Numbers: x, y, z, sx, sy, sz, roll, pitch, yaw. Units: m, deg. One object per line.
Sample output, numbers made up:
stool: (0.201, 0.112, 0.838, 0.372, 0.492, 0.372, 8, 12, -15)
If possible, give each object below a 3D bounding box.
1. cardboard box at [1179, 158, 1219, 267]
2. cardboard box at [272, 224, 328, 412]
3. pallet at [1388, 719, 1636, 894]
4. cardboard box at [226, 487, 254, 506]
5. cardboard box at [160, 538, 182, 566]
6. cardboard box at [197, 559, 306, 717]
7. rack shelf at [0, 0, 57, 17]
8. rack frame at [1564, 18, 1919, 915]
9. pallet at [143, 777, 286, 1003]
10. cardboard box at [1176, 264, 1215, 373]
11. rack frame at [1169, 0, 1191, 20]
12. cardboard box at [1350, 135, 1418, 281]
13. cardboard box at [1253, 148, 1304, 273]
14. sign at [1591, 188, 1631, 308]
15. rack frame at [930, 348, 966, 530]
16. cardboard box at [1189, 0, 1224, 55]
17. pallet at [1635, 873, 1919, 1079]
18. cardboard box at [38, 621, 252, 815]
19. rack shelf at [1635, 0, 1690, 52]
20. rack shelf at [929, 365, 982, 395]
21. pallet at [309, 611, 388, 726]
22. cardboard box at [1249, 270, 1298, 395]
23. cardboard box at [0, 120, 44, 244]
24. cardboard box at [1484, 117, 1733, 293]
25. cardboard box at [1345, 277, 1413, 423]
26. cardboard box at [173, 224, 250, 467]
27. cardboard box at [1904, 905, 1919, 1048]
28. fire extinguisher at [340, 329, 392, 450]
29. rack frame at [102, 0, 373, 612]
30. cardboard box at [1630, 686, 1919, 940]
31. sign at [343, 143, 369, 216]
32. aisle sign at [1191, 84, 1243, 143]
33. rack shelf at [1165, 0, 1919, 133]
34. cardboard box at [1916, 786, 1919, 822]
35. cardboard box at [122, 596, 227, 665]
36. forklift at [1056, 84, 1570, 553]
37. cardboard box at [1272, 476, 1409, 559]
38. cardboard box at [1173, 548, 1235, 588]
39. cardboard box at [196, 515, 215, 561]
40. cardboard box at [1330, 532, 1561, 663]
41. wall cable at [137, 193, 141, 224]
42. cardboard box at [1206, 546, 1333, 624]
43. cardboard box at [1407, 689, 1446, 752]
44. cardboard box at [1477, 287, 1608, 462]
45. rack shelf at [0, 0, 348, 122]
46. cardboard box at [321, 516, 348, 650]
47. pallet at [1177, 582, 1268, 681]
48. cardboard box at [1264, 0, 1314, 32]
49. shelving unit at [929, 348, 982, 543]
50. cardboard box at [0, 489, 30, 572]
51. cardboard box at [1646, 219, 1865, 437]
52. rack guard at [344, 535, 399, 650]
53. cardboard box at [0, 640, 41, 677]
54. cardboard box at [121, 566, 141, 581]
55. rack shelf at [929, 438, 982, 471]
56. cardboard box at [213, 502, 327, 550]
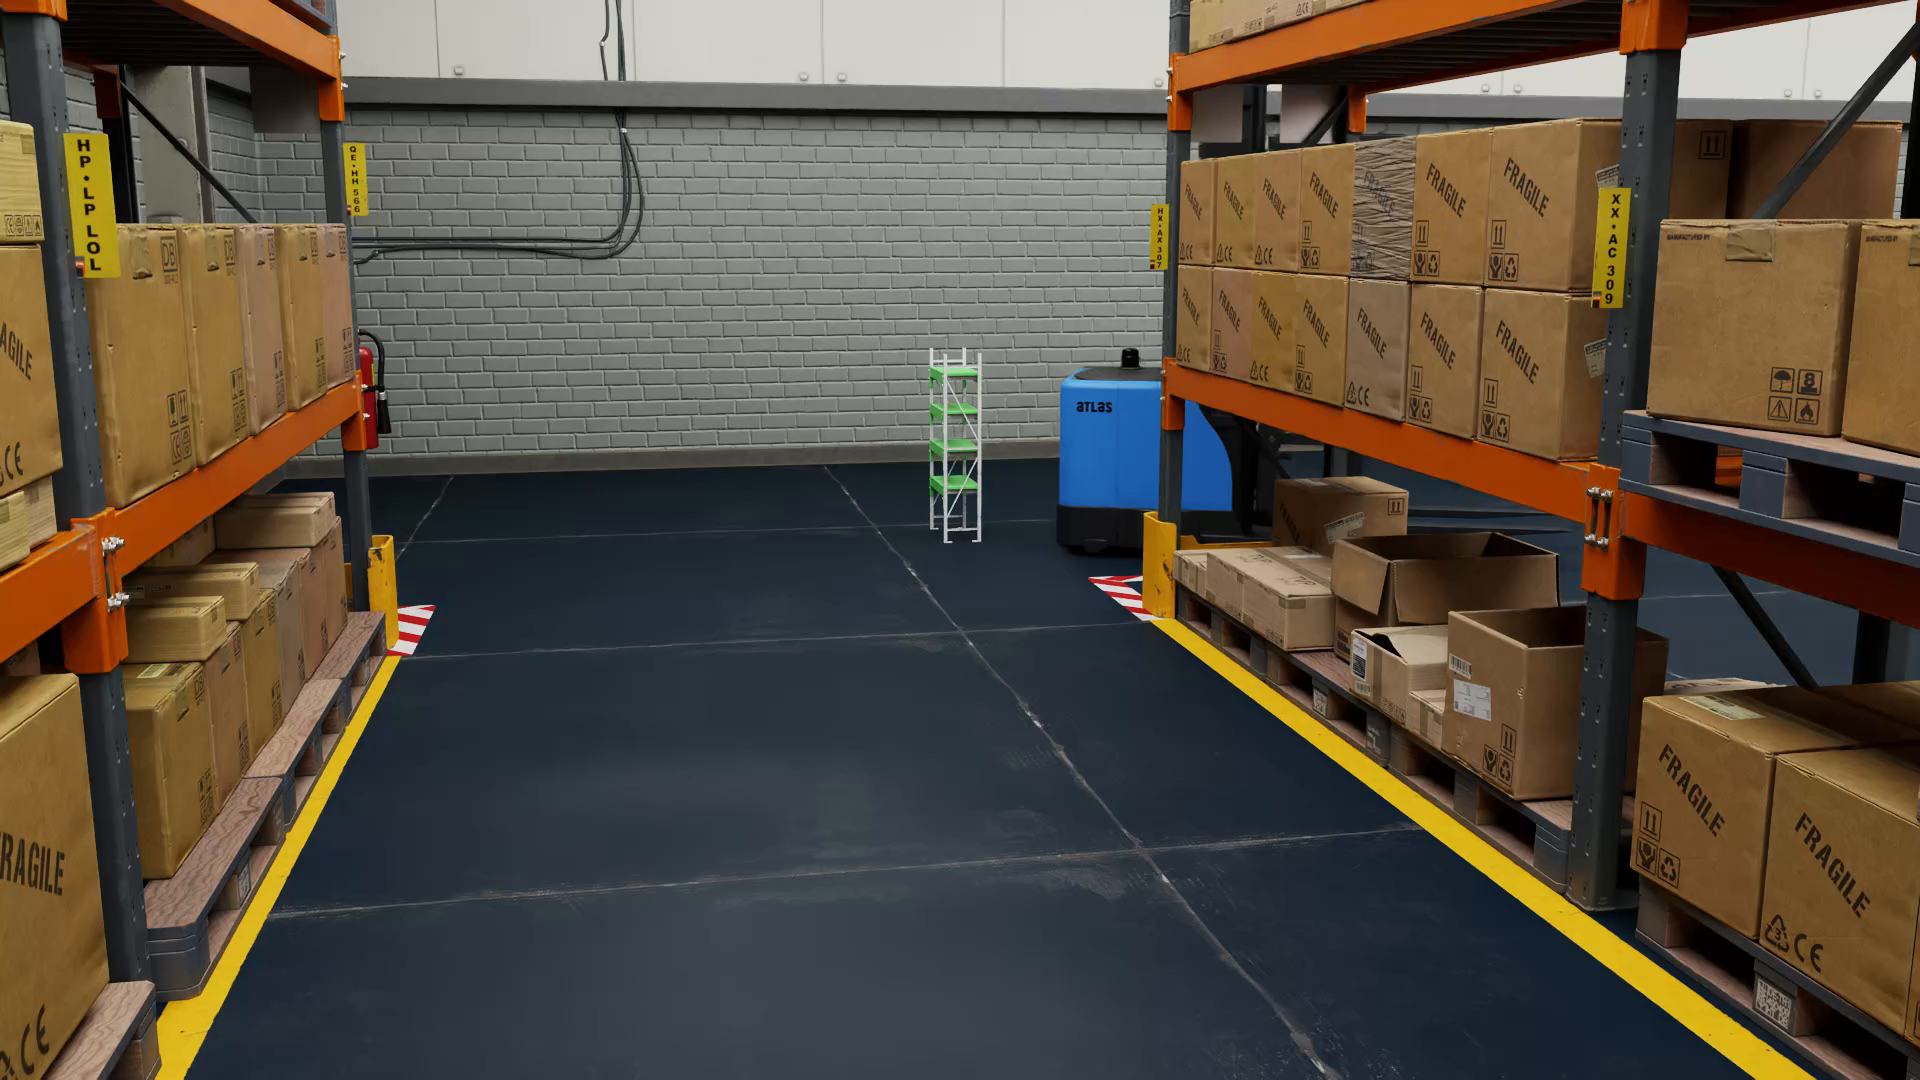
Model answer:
cardboard box: (1.375, -1.582, 8.042, 0.500, 0.500, 0.500, -2, 11, -9)
cardboard box: (-3.049, -0.872, 6.456, 0.980, 0.700, 0.700, -2, 11, -11)
pallet: (2.193, 0.845, 5.691, 1.003, 0.211, 1.213, -2, 11, -11)
cardboard box: (-3.297, -0.139, 7.233, 0.380, 0.149, 0.250, -2, 11, -11)
cardboard box: (-3.049, 0.093, 6.012, 0.380, 0.149, 0.250, -2, 11, -10)
cardboard box: (-2.881, 0.379, 6.245, 0.700, 0.500, 0.500, -2, 11, -13)
rack shelf: (-2.144, -0.971, 1.678, 1.077, 0.370, 4.000, -2, 11, -11)
rack frame: (2.325, -0.399, 4.768, 1.000, 3.000, 0.127, -2, 11, -11)
pallet: (-2.604, 1.010, 4.826, 1.003, 0.211, 1.213, -2, 11, -11)
cardboard box: (1.375, -1.090, 8.135, 0.500, 0.500, 0.500, -2, 11, -10)
rack frame: (1.547, -4.079, 8.062, 1.000, 3.000, 0.127, -2, 11, -11)
cardboard box: (1.773, -1.208, 6.082, 0.500, 0.500, 0.500, -2, 11, -11)
cardboard box: (1.577, -1.394, 7.056, 0.500, 0.500, 0.500, -2, 11, -10)
sign: (1.795, -0.803, 4.576, 0.100, 0.325, 0.005, -2, 11, -11)
rack frame: (-0.080, -0.665, 10.979, 0.240, 1.200, 0.015, -2, 11, -11)
cardboard box: (1.398, -2.429, 7.812, 0.500, 0.250, 0.500, -2, 11, -11)
pallet: (2.521, 1.119, 4.252, 1.003, 0.211, 1.213, -2, 11, -11)
cardboard box: (-2.672, 0.571, 5.237, 0.700, 0.500, 0.500, -2, 11, -12)
rack shelf: (2.714, -1.152, 2.628, 1.077, 0.370, 4.000, -2, 11, -11)
rack shelf: (-0.032, -1.029, 10.666, 0.258, 0.148, 0.480, -2, 11, -11)
pallet: (-3.079, 0.562, 7.178, 1.003, 0.211, 1.213, -2, 11, -11)
cardboard box: (1.576, -0.904, 7.155, 0.500, 0.500, 0.500, -2, 11, -11)
cardboard box: (-2.191, -0.715, 3.308, 0.500, 0.250, 0.500, -2, 11, -10)
cardboard box: (1.973, -1.022, 5.103, 0.500, 0.500, 0.500, -2, 11, -11)
cardboard box: (1.773, -0.719, 6.182, 0.500, 0.500, 0.500, -2, 11, -10)
cardboard box: (-2.759, -0.599, 5.020, 0.980, 0.700, 0.700, -2, 11, -12)
cardboard box: (2.385, 0.900, 3.453, 0.500, 0.500, 0.500, -2, 11, -10)
fire extinguisher: (-2.888, -0.775, 7.948, 0.296, 0.674, 0.183, -2, 11, -11)
rack frame: (-3.311, -0.951, 7.672, 1.000, 3.000, 0.127, -2, 11, -11)
cardboard box: (2.181, 0.711, 4.448, 0.500, 0.500, 0.500, -3, 11, -14)
sign: (-2.776, -1.654, 7.632, 0.100, 0.325, 0.005, -2, 11, -11)
aisle sign: (1.246, -2.411, 8.389, 0.394, 0.787, 0.004, -2, 11, -11)
rack shelf: (1.936, -1.886, 6.482, 1.077, 0.370, 4.000, -2, 11, -11)
cardboard box: (2.375, 0.526, 3.414, 0.500, 0.250, 0.500, -2, 11, -11)
cardboard box: (-2.465, 0.275, 5.057, 0.380, 0.149, 0.250, -2, 11, -9)
forklift: (2.162, -1.386, 10.140, 3.031, 2.935, 1.130, 2, 11, 10)
cardboard box: (1.895, -0.030, 8.338, 0.500, 0.500, 0.500, -2, 11, -11)
cardboard box: (1.292, 0.141, 8.379, 0.380, 0.149, 0.250, -2, 11, -11)
cardboard box: (-3.150, 0.000, 6.504, 0.380, 0.149, 0.250, -2, 11, -11)
cardboard box: (1.955, 0.267, 6.770, 0.797, 0.503, 0.637, -2, 11, -11)
wall cable: (-4.488, -1.651, 8.631, 0.084, 1.984, 1.851, -2, 11, -11)
cardboard box: (1.472, 0.204, 7.778, 0.500, 0.250, 0.500, -2, 11, -11)
cardboard box: (1.805, 0.625, 5.838, 0.380, 0.149, 0.250, -2, 11, -11)
cardboard box: (1.977, -0.530, 5.191, 0.500, 0.500, 0.500, -2, 11, -10)
rack shelf: (-2.922, -1.705, 5.532, 1.077, 0.370, 4.000, -2, 11, -11)
cardboard box: (-3.077, 0.195, 7.211, 0.700, 0.500, 0.500, -2, 11, -11)
pallet: (1.718, 0.398, 8.042, 1.003, 0.211, 1.213, -2, 11, -11)
cardboard box: (1.581, -2.245, 6.847, 0.500, 0.250, 0.500, -2, 11, -11)
shelving unit: (-0.032, -0.620, 10.744, 0.258, 1.200, 0.503, -2, 11, -11)
cardboard box: (-2.117, -0.007, 3.329, 0.380, 0.149, 0.250, -2, 11, -10)
cardboard box: (2.198, -0.559, 4.220, 0.700, 0.500, 0.500, -6, 12, -30)
rack guard: (-3.315, 0.272, 7.929, 1.175, 0.500, 0.348, -2, 11, -11)
cardboard box: (-2.744, 0.378, 4.514, 0.380, 0.149, 0.250, -2, 11, -11)
cardboard box: (-2.949, 0.187, 5.519, 0.380, 0.149, 0.250, -2, 11, -10)
rack shelf: (-0.032, -0.557, 10.756, 0.258, 0.148, 0.480, -2, 11, -11)
cardboard box: (-2.822, -0.060, 6.816, 0.380, 0.149, 0.250, -2, 11, -9)
